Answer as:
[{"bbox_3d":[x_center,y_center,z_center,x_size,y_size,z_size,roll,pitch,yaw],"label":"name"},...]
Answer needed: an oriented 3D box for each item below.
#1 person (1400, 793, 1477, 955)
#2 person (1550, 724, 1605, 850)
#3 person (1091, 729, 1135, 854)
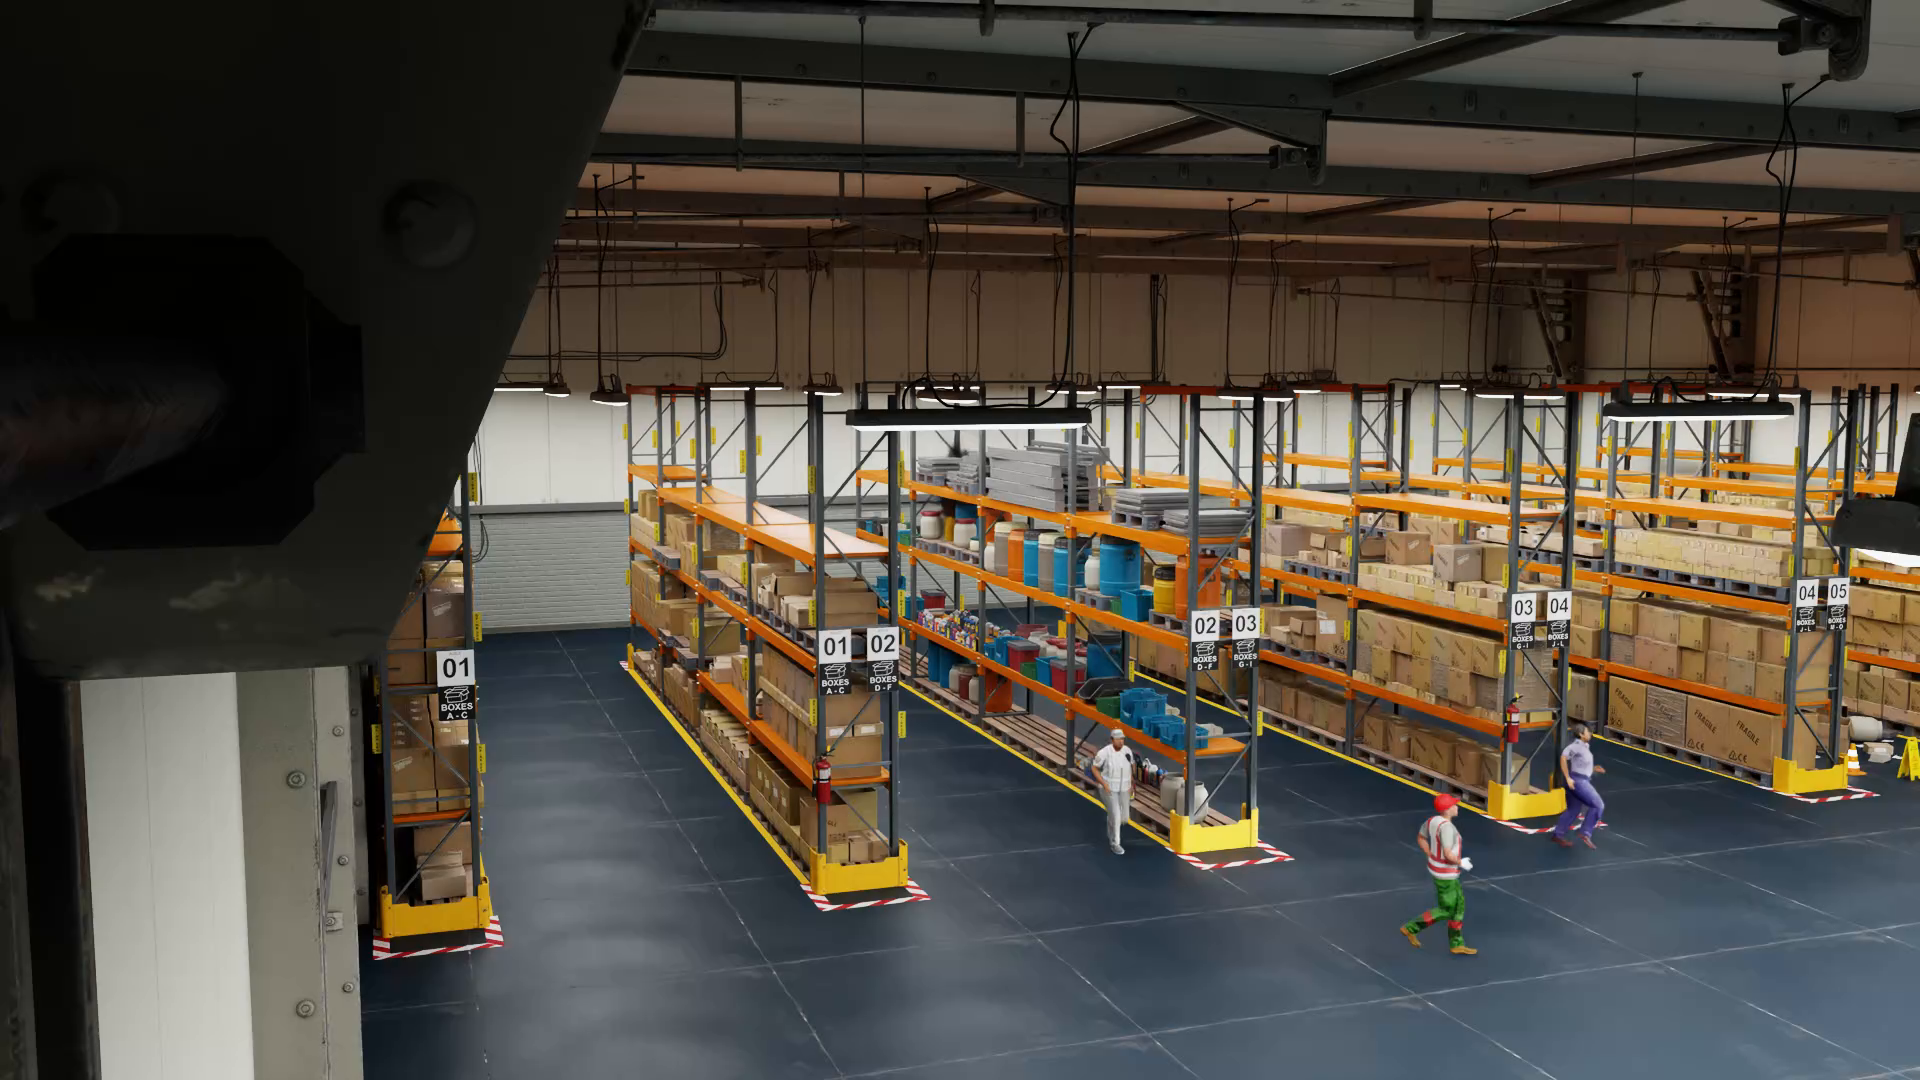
[{"bbox_3d":[5.177,3.608,17.923,0.854,1.775,0.661,0,6,1],"label":"person"},{"bbox_3d":[8.193,3.241,22.037,0.652,1.621,0.591,2,6,17],"label":"person"},{"bbox_3d":[2.016,3.276,21.934,0.622,1.627,0.629,-2,6,-20],"label":"person"}]
